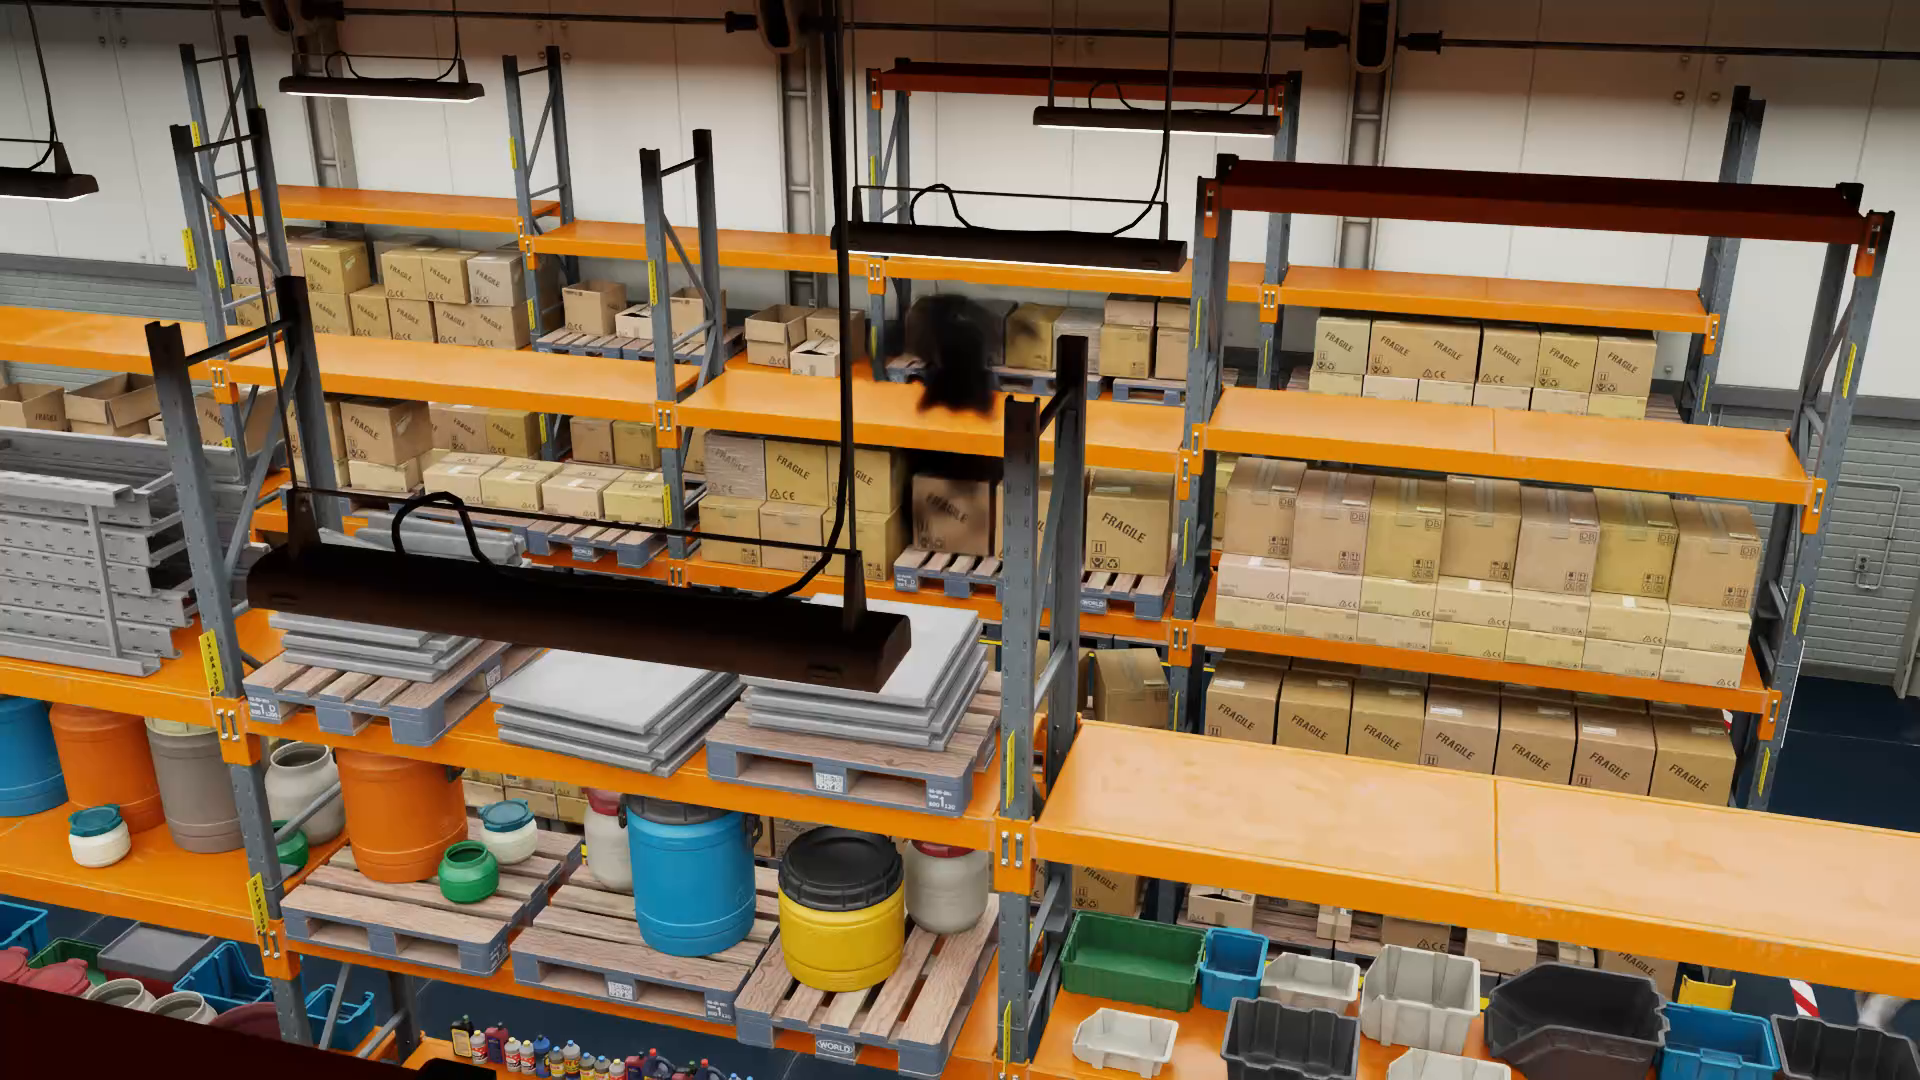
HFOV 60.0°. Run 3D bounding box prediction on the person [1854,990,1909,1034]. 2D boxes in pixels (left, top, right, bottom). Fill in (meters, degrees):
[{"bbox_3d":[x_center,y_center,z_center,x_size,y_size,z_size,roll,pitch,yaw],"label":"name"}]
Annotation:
[{"bbox_3d":[6.321,2.963,11.390,0.735,1.821,0.615,-12,25,-27],"label":"person"}]
